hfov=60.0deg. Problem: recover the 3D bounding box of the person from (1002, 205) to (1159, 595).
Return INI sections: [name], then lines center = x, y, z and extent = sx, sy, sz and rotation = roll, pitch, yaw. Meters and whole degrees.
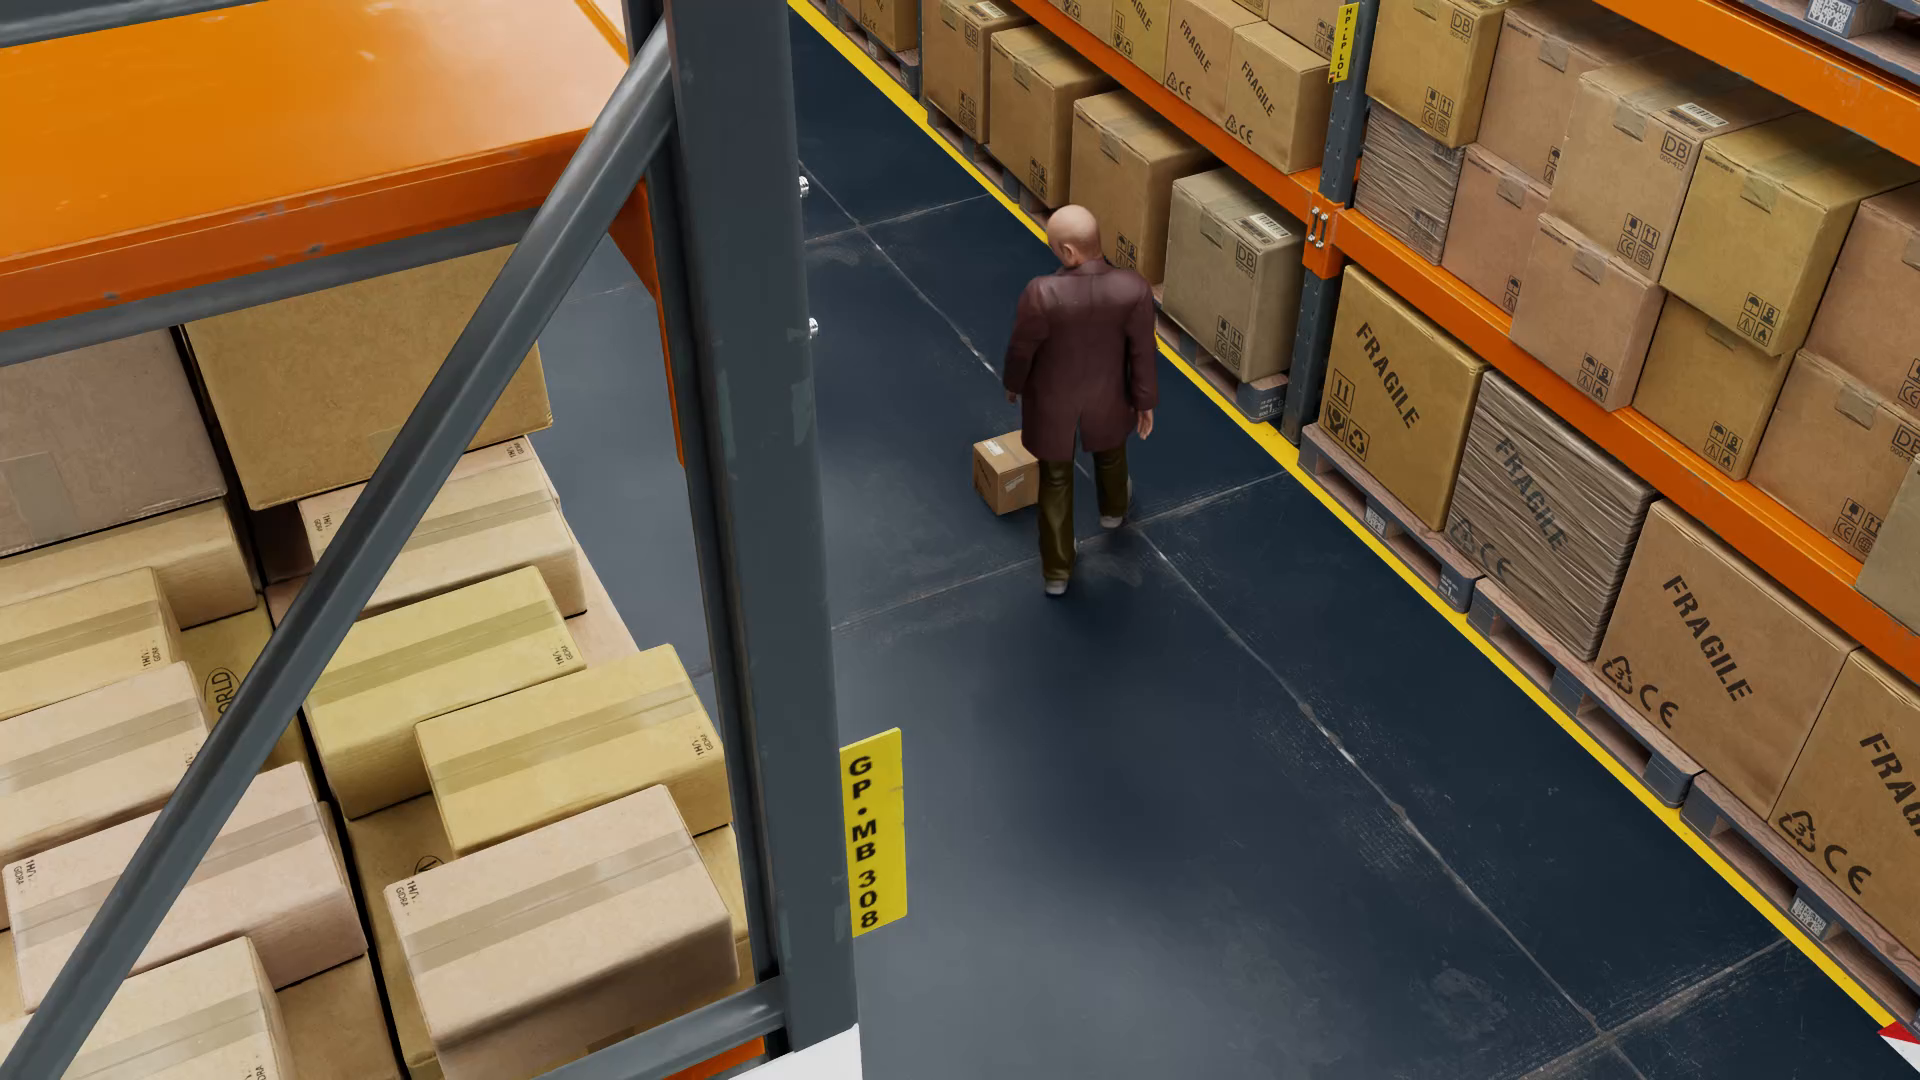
[person]
center = 0.499, -0.662, 6.940
extent = 0.669, 1.754, 0.759
rotation = -4, 41, -5
